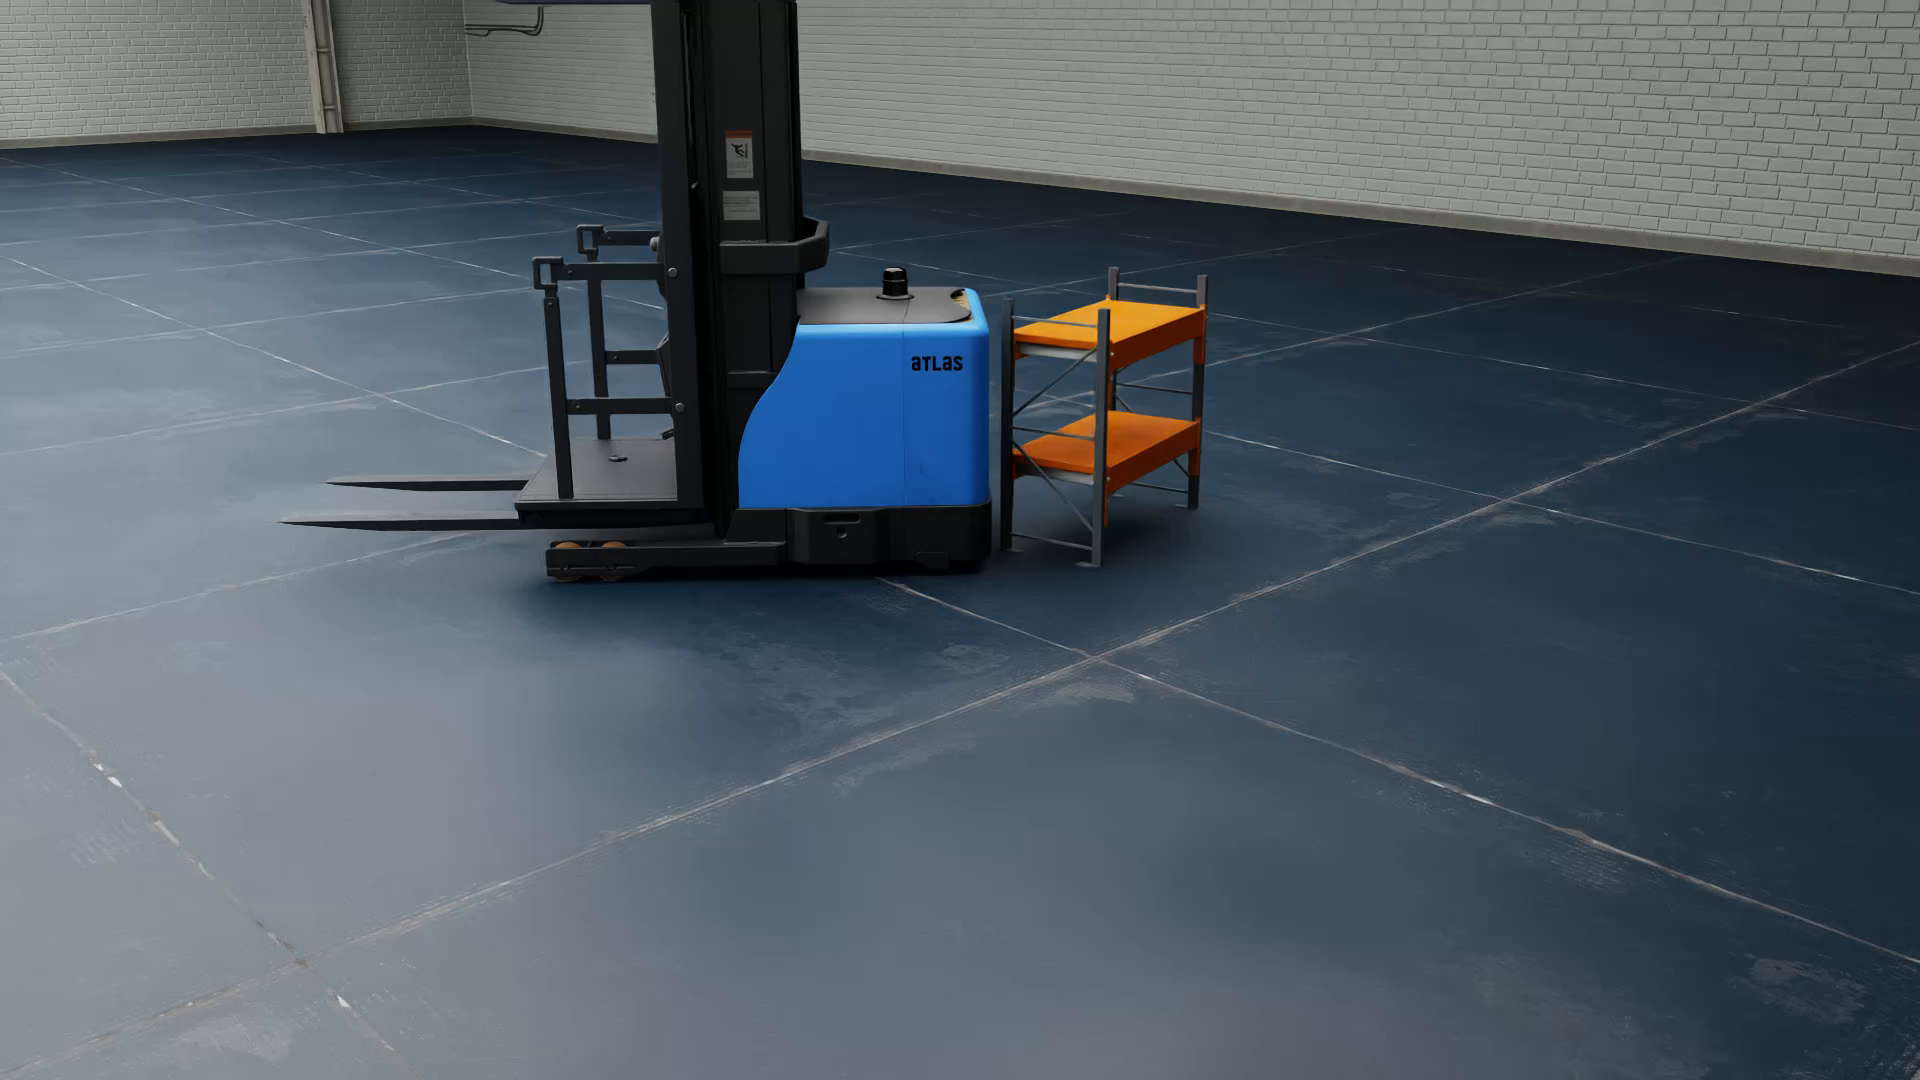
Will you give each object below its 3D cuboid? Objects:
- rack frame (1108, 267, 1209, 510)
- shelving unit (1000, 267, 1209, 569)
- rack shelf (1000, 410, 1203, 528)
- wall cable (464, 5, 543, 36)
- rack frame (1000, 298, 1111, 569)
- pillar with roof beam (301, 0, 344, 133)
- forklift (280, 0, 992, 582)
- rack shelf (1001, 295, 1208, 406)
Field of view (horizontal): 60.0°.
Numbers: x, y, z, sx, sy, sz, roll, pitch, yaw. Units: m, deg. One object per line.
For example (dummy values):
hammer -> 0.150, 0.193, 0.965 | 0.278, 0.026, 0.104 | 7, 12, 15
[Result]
rack frame -> 0.929, -0.723, 7.963 | 0.500, 1.125, 0.032 | 11, 21, 30
shelving unit -> 0.664, -0.589, 7.550 | 0.538, 1.125, 1.048 | 11, 21, 30
rack shelf -> 0.664, -0.357, 7.625 | 0.538, 0.278, 1.000 | 11, 21, 30
wall cable -> -8.681, -10.721, 31.066 | 0.112, 2.526, 3.097 | -16, 24, -41
rack frame -> 0.400, -0.455, 7.137 | 0.500, 1.125, 0.032 | 11, 21, 30
pillar with roof beam -> -8.772, -10.905, 26.600 | 0.400, 9.000, 9.100 | -16, 24, -41
forklift -> -1.397, -1.383, 7.069 | 3.031, 2.935, 1.130 | -1, 18, -2
rack shelf -> 0.664, -0.868, 7.460 | 0.538, 0.278, 1.000 | 11, 21, 30
